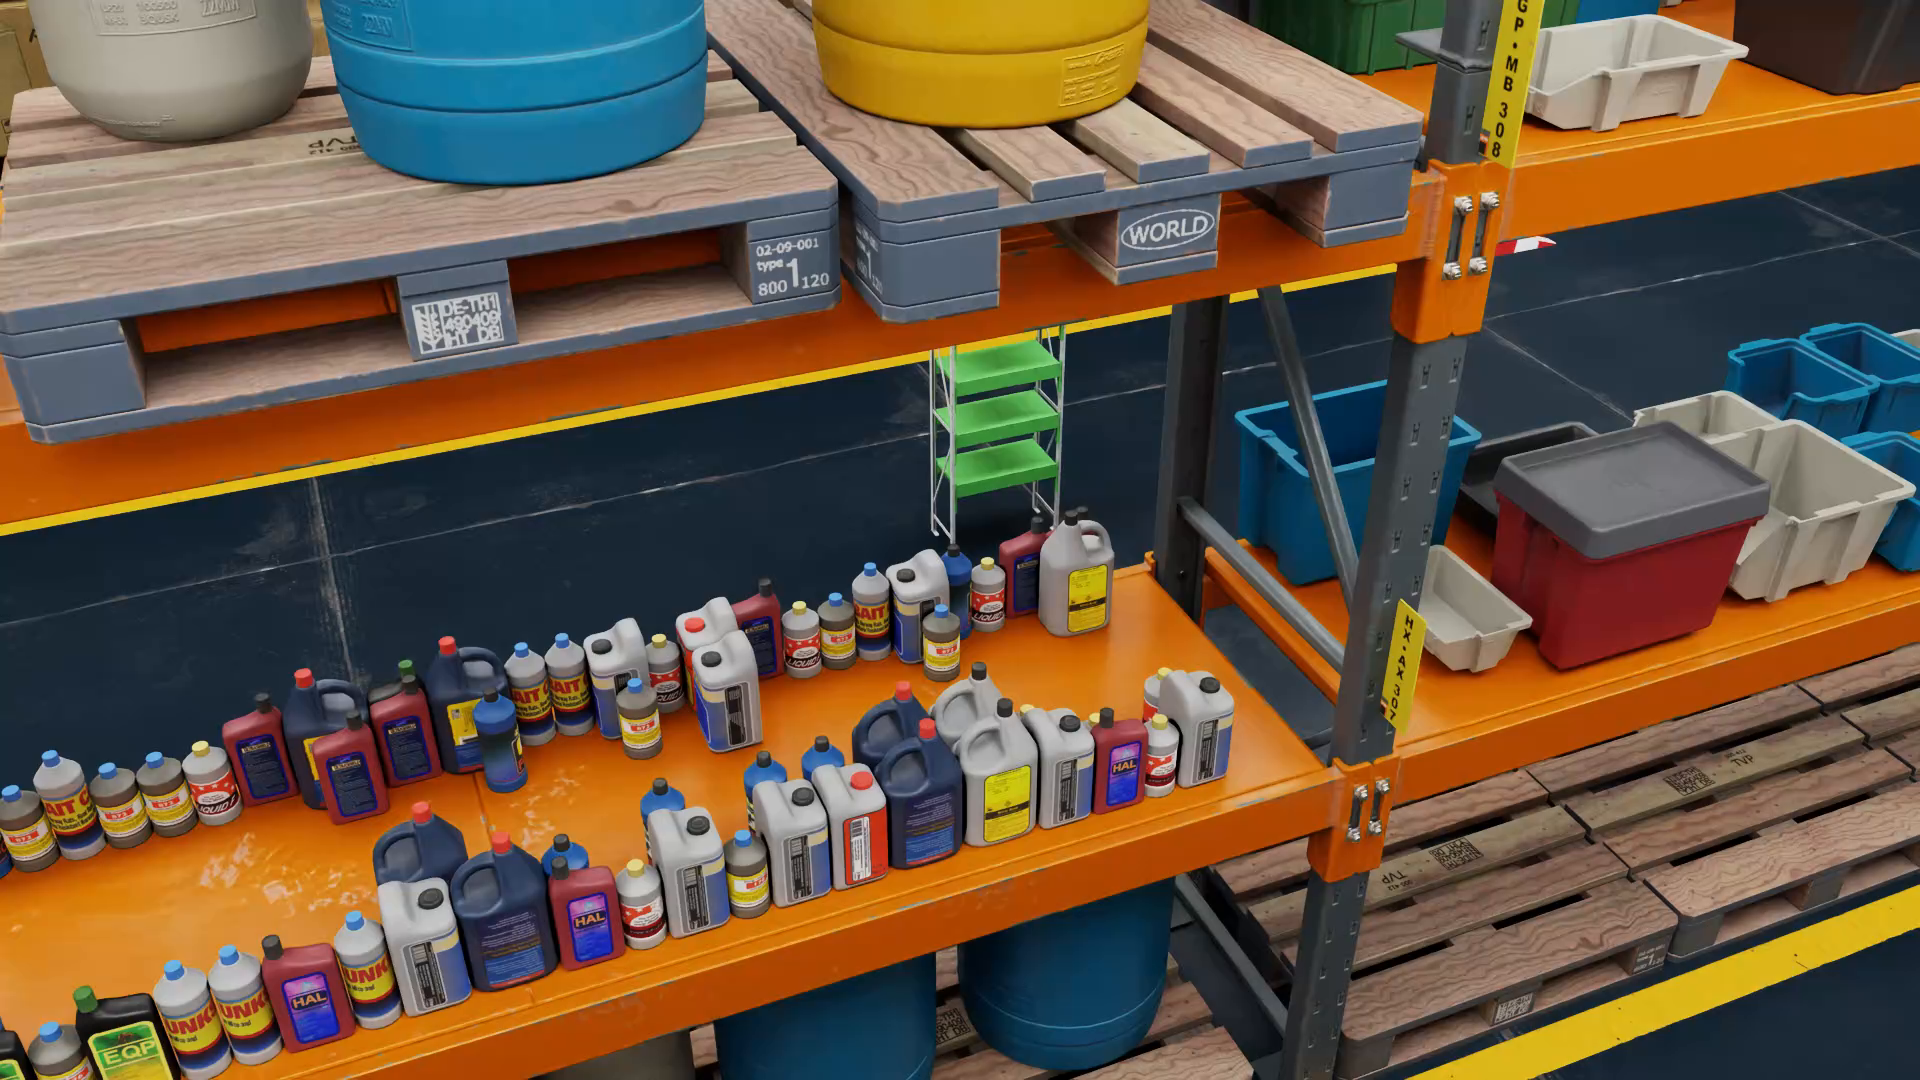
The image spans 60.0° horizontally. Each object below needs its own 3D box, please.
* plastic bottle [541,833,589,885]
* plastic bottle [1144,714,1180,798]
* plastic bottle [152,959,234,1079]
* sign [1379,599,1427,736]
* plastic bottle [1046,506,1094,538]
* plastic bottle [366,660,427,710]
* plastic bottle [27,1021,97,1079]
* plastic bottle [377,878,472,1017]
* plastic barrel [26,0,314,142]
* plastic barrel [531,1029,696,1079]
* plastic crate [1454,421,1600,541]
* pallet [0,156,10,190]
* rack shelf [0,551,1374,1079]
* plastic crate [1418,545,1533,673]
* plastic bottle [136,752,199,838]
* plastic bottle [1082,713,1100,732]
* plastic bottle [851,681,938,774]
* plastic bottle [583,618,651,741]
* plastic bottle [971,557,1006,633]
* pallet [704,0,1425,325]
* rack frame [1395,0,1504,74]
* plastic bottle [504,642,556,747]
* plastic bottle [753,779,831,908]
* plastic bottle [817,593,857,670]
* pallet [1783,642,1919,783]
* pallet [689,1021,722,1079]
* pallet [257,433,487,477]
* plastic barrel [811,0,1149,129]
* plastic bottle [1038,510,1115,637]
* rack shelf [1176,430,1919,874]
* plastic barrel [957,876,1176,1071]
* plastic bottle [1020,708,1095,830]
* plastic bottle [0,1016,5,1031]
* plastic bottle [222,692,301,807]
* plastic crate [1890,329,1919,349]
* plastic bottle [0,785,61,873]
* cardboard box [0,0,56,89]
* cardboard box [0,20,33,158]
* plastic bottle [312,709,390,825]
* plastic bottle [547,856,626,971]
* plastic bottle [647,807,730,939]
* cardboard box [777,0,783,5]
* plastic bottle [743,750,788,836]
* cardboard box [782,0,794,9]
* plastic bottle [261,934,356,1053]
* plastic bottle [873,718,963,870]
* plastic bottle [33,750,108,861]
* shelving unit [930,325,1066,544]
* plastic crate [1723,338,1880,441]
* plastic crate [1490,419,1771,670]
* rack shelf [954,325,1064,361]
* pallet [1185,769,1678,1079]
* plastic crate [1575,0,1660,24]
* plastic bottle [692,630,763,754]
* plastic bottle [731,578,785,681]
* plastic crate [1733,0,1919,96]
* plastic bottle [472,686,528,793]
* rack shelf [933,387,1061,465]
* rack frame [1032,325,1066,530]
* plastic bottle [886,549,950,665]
[{"bbox_3d":[-0.822,0.728,3.498,0.097,0.271,0.097,0,33,0],"label":"plastic bottle"},{"bbox_3d":[0.464,0.499,3.915,0.097,0.201,0.097,0,33,0],"label":"plastic bottle"},{"bbox_3d":[-1.485,0.916,3.209,0.097,0.271,0.097,0,33,0],"label":"plastic bottle"},{"bbox_3d":[1.010,0.293,3.796,0.005,0.325,0.100,-13,35,-19],"label":"sign"},{"bbox_3d":[0.295,0.044,4.539,0.133,0.283,0.061,-13,35,-19],"label":"plastic bottle"},{"bbox_3d":[-1.334,0.417,3.966,0.133,0.283,0.061,-13,35,-19],"label":"plastic bottle"},{"bbox_3d":[-1.698,0.994,3.154,0.097,0.201,0.097,0,33,0],"label":"plastic bottle"},{"bbox_3d":[-1.087,0.807,3.373,0.135,0.276,0.152,-13,35,-19],"label":"plastic bottle"},{"bbox_3d":[-1.313,-0.964,2.721,0.433,0.535,0.433,0,33,0],"label":"plastic barrel"},{"bbox_3d":[-0.918,1.329,4.354,0.421,0.512,0.421,0,33,0],"label":"plastic barrel"},{"bbox_3d":[1.727,-0.149,4.926,0.590,0.125,0.437,-13,35,-19],"label":"plastic crate"},{"bbox_3d":[-4.206,-1.613,7.155,1.003,0.211,1.213,-13,35,-19],"label":"pallet"},{"bbox_3d":[-1.045,0.856,3.844,4.000,0.370,1.077,-13,35,-19],"label":"rack shelf"},{"bbox_3d":[1.283,0.191,4.393,0.243,0.136,0.396,-13,35,-19],"label":"plastic crate"},{"bbox_3d":[-1.817,0.573,3.802,0.097,0.201,0.097,0,33,0],"label":"plastic bottle"},{"bbox_3d":[0.318,0.497,3.918,0.097,0.201,0.097,0,33,0],"label":"plastic bottle"},{"bbox_3d":[-0.148,0.478,3.811,0.185,0.351,0.144,-13,35,-19],"label":"plastic bottle"},{"bbox_3d":[-0.843,0.335,4.099,0.135,0.276,0.152,-13,35,-19],"label":"plastic bottle"},{"bbox_3d":[0.073,0.140,4.467,0.097,0.201,0.097,0,33,0],"label":"plastic bottle"},{"bbox_3d":[0.114,-0.832,3.200,1.003,0.211,1.213,-13,35,-19],"label":"pallet"},{"bbox_3d":[0.799,-2.383,2.661,0.127,3.000,1.000,-13,35,-19],"label":"rack frame"},{"bbox_3d":[-1.050,0.368,4.052,0.097,0.271,0.097,0,33,0],"label":"plastic bottle"},{"bbox_3d":[-0.365,0.642,3.627,0.135,0.276,0.152,-13,35,-19],"label":"plastic bottle"},{"bbox_3d":[-0.320,0.230,4.328,0.097,0.201,0.097,0,33,0],"label":"plastic bottle"},{"bbox_3d":[3.711,0.611,6.118,1.213,0.211,1.003,-13,35,-19],"label":"pallet"},{"bbox_3d":[-1.055,1.702,4.440,1.213,0.211,1.003,-13,35,-19],"label":"pallet"},{"bbox_3d":[-2.977,-0.740,8.194,1.213,0.211,1.003,-13,35,-19],"label":"pallet"},{"bbox_3d":[0.036,-1.086,2.860,0.600,0.588,0.600,0,33,0],"label":"plastic barrel"},{"bbox_3d":[0.311,0.072,4.433,0.185,0.351,0.144,-13,35,-19],"label":"plastic bottle"},{"bbox_3d":[2.643,0.011,5.142,4.000,0.370,1.077,-13,35,-19],"label":"rack shelf"},{"bbox_3d":[0.290,0.942,4.591,0.708,0.901,0.600,-13,35,-19],"label":"plastic barrel"},{"bbox_3d":[0.224,0.507,3.834,0.135,0.276,0.152,-13,35,-19],"label":"plastic bottle"},{"bbox_3d":[-1.845,0.963,3.138,0.097,0.271,0.097,0,33,0],"label":"plastic bottle"},{"bbox_3d":[-1.628,0.484,3.863,0.133,0.283,0.061,-13,35,-19],"label":"plastic bottle"},{"bbox_3d":[3.178,-0.571,5.564,0.298,0.136,0.250,-13,35,-19],"label":"plastic crate"},{"bbox_3d":[-2.086,0.634,3.707,0.097,0.201,0.097,0,33,0],"label":"plastic bottle"},{"bbox_3d":[-5.996,-3.370,11.264,0.750,0.750,0.750,-13,35,-20],"label":"cardboard box"},{"bbox_3d":[-4.266,-1.923,6.978,0.500,0.500,0.700,-26,41,-34],"label":"cardboard box"},{"bbox_3d":[-1.401,0.518,3.811,0.133,0.283,0.061,-13,35,-19],"label":"plastic bottle"},{"bbox_3d":[-0.775,0.759,3.440,0.133,0.283,0.061,-13,35,-19],"label":"plastic bottle"},{"bbox_3d":[-0.579,0.691,3.552,0.135,0.276,0.152,-13,35,-19],"label":"plastic bottle"},{"bbox_3d":[-0.754,-2.636,8.459,0.500,0.500,0.500,-12,35,-18],"label":"cardboard box"},{"bbox_3d":[-0.431,0.585,3.719,0.097,0.271,0.097,0,33,0],"label":"plastic bottle"},{"bbox_3d":[-0.540,-2.372,8.054,0.500,0.500,0.500,-12,35,-18],"label":"cardboard box"},{"bbox_3d":[-1.282,0.876,3.261,0.133,0.283,0.061,-13,35,-19],"label":"plastic bottle"},{"bbox_3d":[-0.093,0.550,3.699,0.185,0.351,0.144,-13,35,-19],"label":"plastic bottle"},{"bbox_3d":[-1.996,0.584,3.720,0.097,0.271,0.097,0,33,0],"label":"plastic bottle"},{"bbox_3d":[0.153,-0.538,6.976,0.503,1.200,0.258,-13,35,-19],"label":"shelving unit"},{"bbox_3d":[2.641,-0.440,5.274,0.300,0.233,0.416,-13,35,-19],"label":"plastic crate"},{"bbox_3d":[1.719,0.018,4.359,0.583,0.464,0.402,-13,35,-19],"label":"plastic crate"},{"bbox_3d":[0.153,-0.887,6.750,0.480,0.148,0.258,-13,35,-19],"label":"rack shelf"},{"bbox_3d":[1.462,1.126,5.326,1.213,0.211,1.003,-13,35,-19],"label":"pallet"},{"bbox_3d":[1.515,-1.408,4.067,0.300,0.233,0.416,-13,35,-19],"label":"plastic crate"},{"bbox_3d":[-0.570,0.362,4.057,0.135,0.276,0.152,-13,35,-19],"label":"plastic bottle"},{"bbox_3d":[-0.523,0.231,4.251,0.133,0.283,0.061,-13,35,-19],"label":"plastic bottle"},{"bbox_3d":[2.050,-1.195,3.706,0.590,0.269,0.497,-13,35,-19],"label":"plastic crate"},{"bbox_3d":[-1.084,0.461,3.909,0.097,0.271,0.097,0,33,0],"label":"plastic bottle"},{"bbox_3d":[0.153,-0.484,7.011,0.480,0.148,0.258,-13,35,-19],"label":"rack shelf"},{"bbox_3d":[0.378,-0.589,7.056,0.015,1.200,0.240,-13,35,-19],"label":"rack frame"},{"bbox_3d":[-0.113,0.167,4.356,0.135,0.276,0.152,-13,35,-19],"label":"plastic bottle"}]
